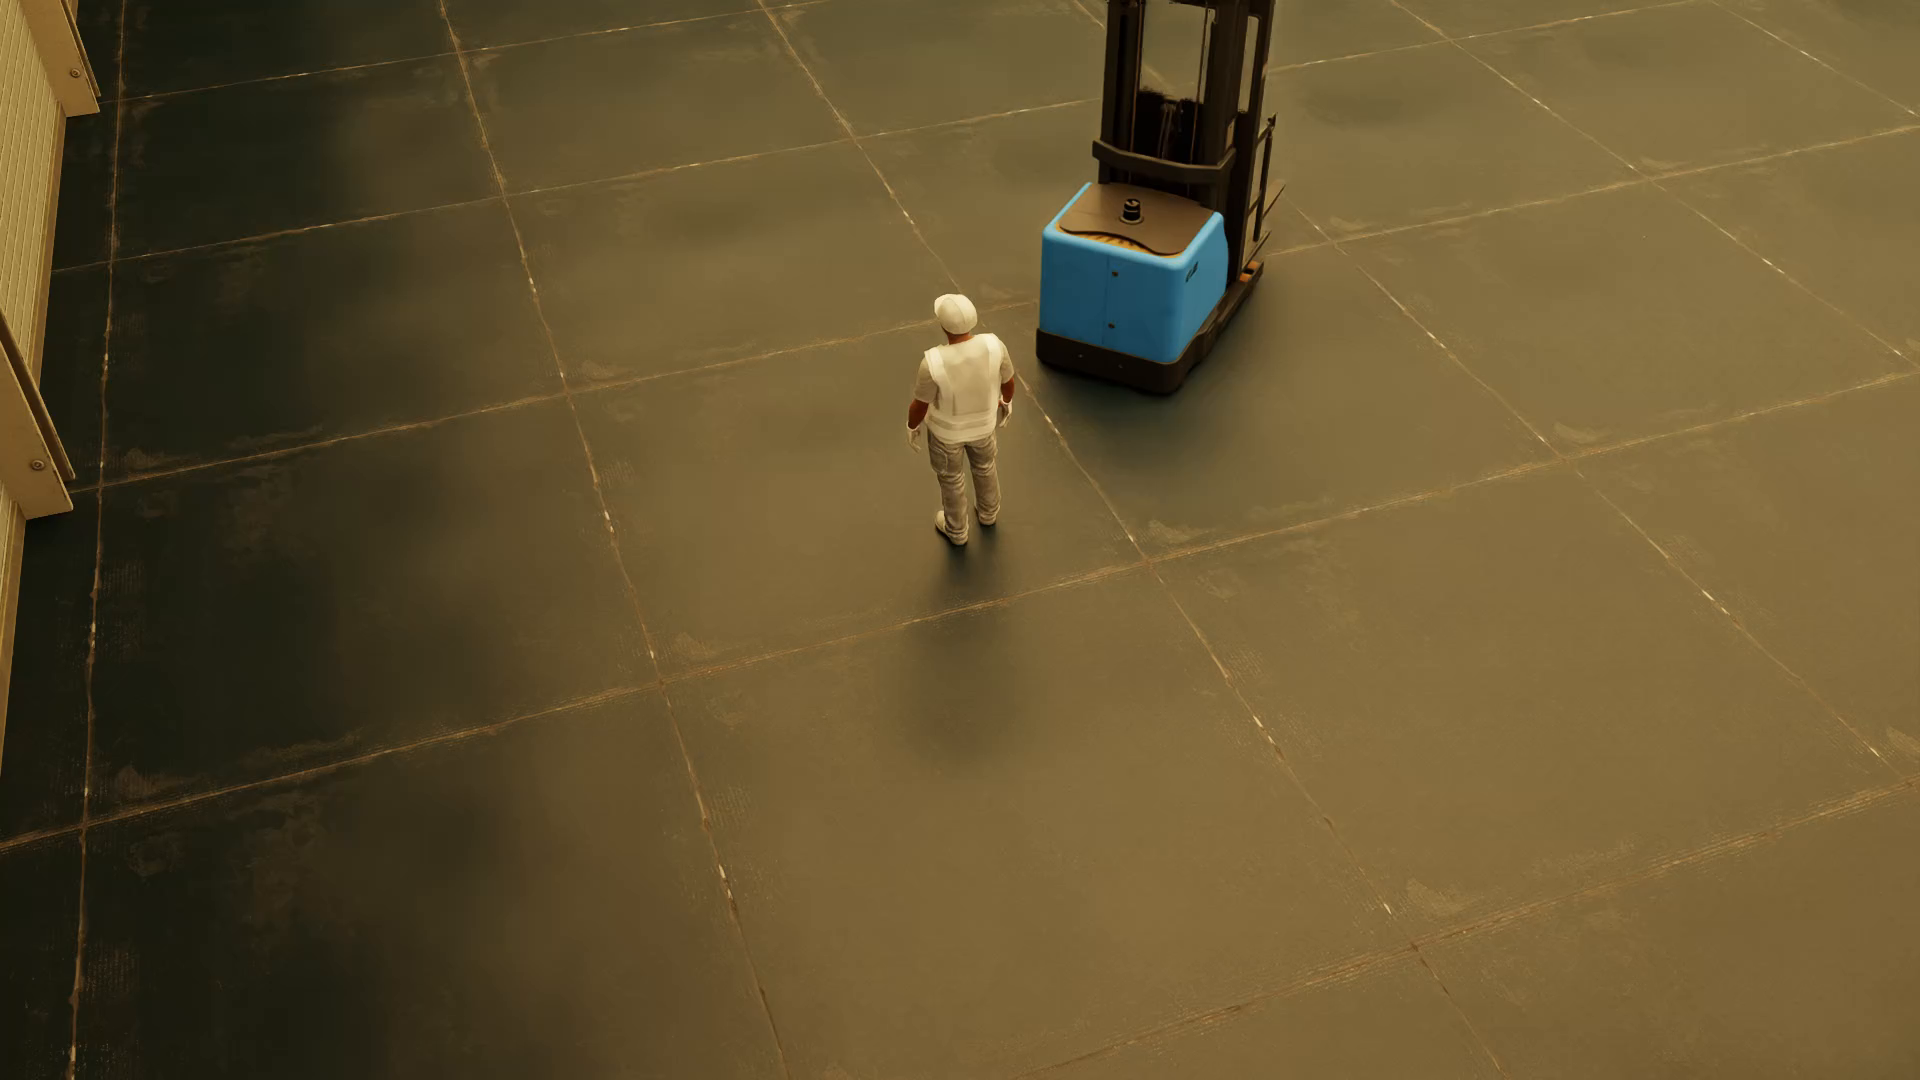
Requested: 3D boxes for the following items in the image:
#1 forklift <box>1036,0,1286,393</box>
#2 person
[{"bbox_3d":[1.644,-3.069,11.652,1.130,2.935,3.031,18,43,20],"label":"forklift"},{"bbox_3d":[-0.017,-0.733,9.751,0.656,1.781,0.577,-13,42,-15],"label":"person"}]
